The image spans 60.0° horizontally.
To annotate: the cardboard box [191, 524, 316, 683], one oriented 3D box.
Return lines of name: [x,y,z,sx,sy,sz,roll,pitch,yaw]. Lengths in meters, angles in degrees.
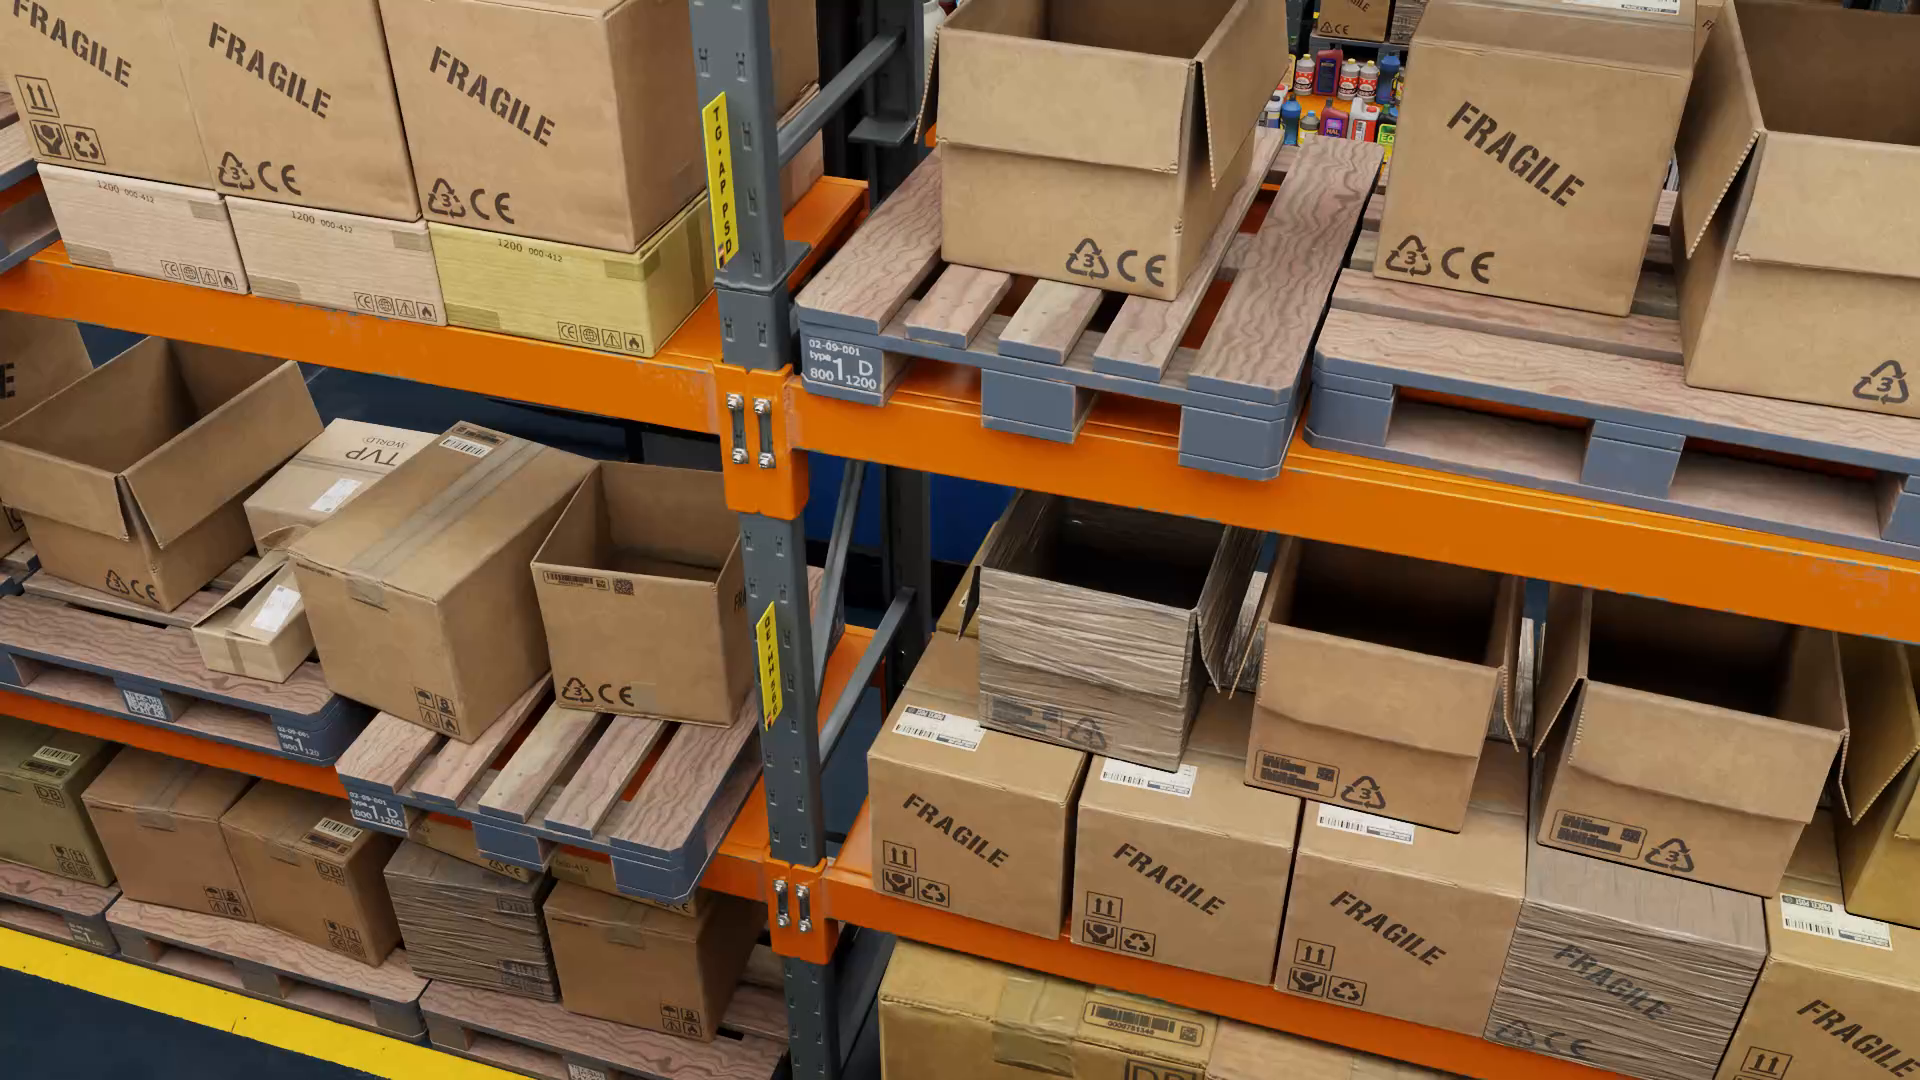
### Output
cardboard box: [-1.964,0.167,4.752,0.258,0.266,0.396,9,37,13]

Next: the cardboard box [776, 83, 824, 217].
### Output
cardboard box: [-0.665,-0.951,4.107,0.500,0.250,0.500,11,38,15]

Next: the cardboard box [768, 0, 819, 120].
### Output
cardboard box: [-0.664,-1.254,3.887,0.500,0.500,0.500,11,38,14]

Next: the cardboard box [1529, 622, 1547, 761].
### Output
cardboard box: [1.709,0.602,4.317,0.500,0.500,0.500,11,38,15]

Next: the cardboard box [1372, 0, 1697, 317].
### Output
cardboard box: [1.162,-0.824,3.370,0.500,0.500,0.500,12,38,16]

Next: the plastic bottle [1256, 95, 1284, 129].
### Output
plastic bottle: [1.501,-2.069,8.136,0.135,0.276,0.152,10,38,14]

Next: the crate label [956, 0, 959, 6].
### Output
crate label: [0.317,-2.721,8.887,0.616,0.435,0.502,10,38,14]

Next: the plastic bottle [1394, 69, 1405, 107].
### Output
plastic bottle: [2.302,-2.345,8.574,0.097,0.201,0.097,0,36,0]

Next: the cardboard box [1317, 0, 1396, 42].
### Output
cardboard box: [3.015,-4.109,12.540,0.500,0.500,0.500,12,38,16]

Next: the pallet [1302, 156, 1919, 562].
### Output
pallet: [1.407,-0.428,3.430,1.213,0.211,1.003,12,38,16]

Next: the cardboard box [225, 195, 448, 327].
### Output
cardboard box: [-1.297,-0.749,3.833,0.500,0.250,0.500,10,38,14]

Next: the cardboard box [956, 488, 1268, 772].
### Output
cardboard box: [0.401,0.118,4.129,0.637,0.503,0.797,12,38,15]

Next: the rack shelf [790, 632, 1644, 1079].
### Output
rack shelf: [1.617,1.067,4.377,4.000,0.370,1.077,10,38,14]

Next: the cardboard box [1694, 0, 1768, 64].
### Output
cardboard box: [5.457,-3.661,11.931,0.500,0.500,0.500,11,38,14]

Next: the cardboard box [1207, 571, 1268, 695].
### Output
cardboard box: [0.727,0.422,4.562,0.500,0.500,0.500,10,38,13]

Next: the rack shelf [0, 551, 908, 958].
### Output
rack shelf: [-2.201,0.360,5.337,4.000,0.370,1.077,10,38,14]

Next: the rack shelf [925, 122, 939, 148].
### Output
rack shelf: [-0.724,-2.442,9.145,4.000,0.370,1.077,10,38,14]

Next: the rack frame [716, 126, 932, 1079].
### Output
rack frame: [-0.292,0.424,4.644,0.127,3.000,1.000,10,38,14]

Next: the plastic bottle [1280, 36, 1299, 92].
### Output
plastic bottle: [1.698,-2.501,8.717,0.133,0.283,0.061,10,38,14]

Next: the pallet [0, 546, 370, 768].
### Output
pallet: [-2.194,0.174,5.144,1.213,0.211,1.003,10,38,14]

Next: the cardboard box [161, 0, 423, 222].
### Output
cardboard box: [-1.315,-1.053,3.614,0.500,0.500,0.500,10,38,14]

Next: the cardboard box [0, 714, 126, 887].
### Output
cardboard box: [-3.081,0.762,5.922,0.500,0.500,0.700,10,38,14]

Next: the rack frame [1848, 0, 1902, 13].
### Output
rack frame: [6.483,-4.474,11.298,0.127,3.000,1.000,10,38,14]

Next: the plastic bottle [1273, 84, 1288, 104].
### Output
plastic bottle: [1.547,-2.155,8.252,0.135,0.276,0.152,10,38,14]

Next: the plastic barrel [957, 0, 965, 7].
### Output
plastic barrel: [0.139,-2.485,8.501,0.421,0.512,0.421,0,36,0]

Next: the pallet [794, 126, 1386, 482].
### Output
pallet: [0.338,-0.624,3.697,1.003,0.211,1.213,12,38,16]

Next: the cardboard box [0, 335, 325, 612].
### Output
cardboard box: [-2.428,-0.240,5.104,0.637,0.503,0.797,14,39,19]

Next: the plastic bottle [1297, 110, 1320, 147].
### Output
plastic bottle: [1.697,-1.986,8.085,0.097,0.201,0.097,0,36,0]

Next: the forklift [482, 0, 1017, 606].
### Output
forklift: [-1.026,-1.323,7.075,3.031,2.935,1.130,10,37,13]

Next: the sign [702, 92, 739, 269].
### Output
sign: [-0.456,-0.686,3.185,0.005,0.325,0.100,10,38,14]

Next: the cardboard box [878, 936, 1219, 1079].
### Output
cardboard box: [0.360,1.244,4.967,0.875,0.875,1.225,9,37,12]

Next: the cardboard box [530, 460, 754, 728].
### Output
cardboard box: [-0.820,0.142,4.588,0.500,0.500,0.500,6,37,8]

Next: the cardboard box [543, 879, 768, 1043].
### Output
cardboard box: [-0.938,1.146,5.400,0.500,0.500,0.700,9,37,11]

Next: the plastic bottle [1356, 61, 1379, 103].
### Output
plastic bottle: [2.116,-2.380,8.620,0.097,0.201,0.097,0,36,0]

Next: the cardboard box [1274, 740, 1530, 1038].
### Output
cardboard box: [1.074,0.802,4.046,0.500,0.500,0.500,10,37,13]

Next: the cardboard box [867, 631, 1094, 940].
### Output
cardboard box: [0.091,0.623,4.288,0.500,0.500,0.500,12,38,15]

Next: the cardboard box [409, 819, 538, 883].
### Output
cardboard box: [-1.450,0.762,5.289,0.500,0.250,0.500,15,39,19]

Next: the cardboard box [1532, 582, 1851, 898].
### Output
cardboard box: [1.664,0.350,3.814,0.637,0.503,0.797,12,38,15]

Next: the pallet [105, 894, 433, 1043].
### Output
pallet: [-2.198,1.191,5.953,1.213,0.211,1.003,10,38,14]

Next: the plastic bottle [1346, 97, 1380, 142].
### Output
plastic bottle: [1.943,-1.987,8.024,0.135,0.276,0.152,10,38,14]

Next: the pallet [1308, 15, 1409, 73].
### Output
pallet: [3.367,-3.904,12.876,1.213,0.211,1.003,10,38,14]

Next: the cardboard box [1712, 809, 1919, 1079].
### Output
cardboard box: [2.027,0.983,3.800,0.500,0.500,0.500,10,38,13]

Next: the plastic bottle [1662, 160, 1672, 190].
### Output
plastic bottle: [3.231,-1.702,7.699,0.097,0.201,0.097,0,36,0]

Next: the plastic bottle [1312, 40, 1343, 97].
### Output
plastic bottle: [1.918,-2.461,8.661,0.133,0.283,0.061,10,38,14]

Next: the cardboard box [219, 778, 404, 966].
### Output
cardboard box: [-2.014,0.959,5.654,0.500,0.500,0.700,14,38,18]
